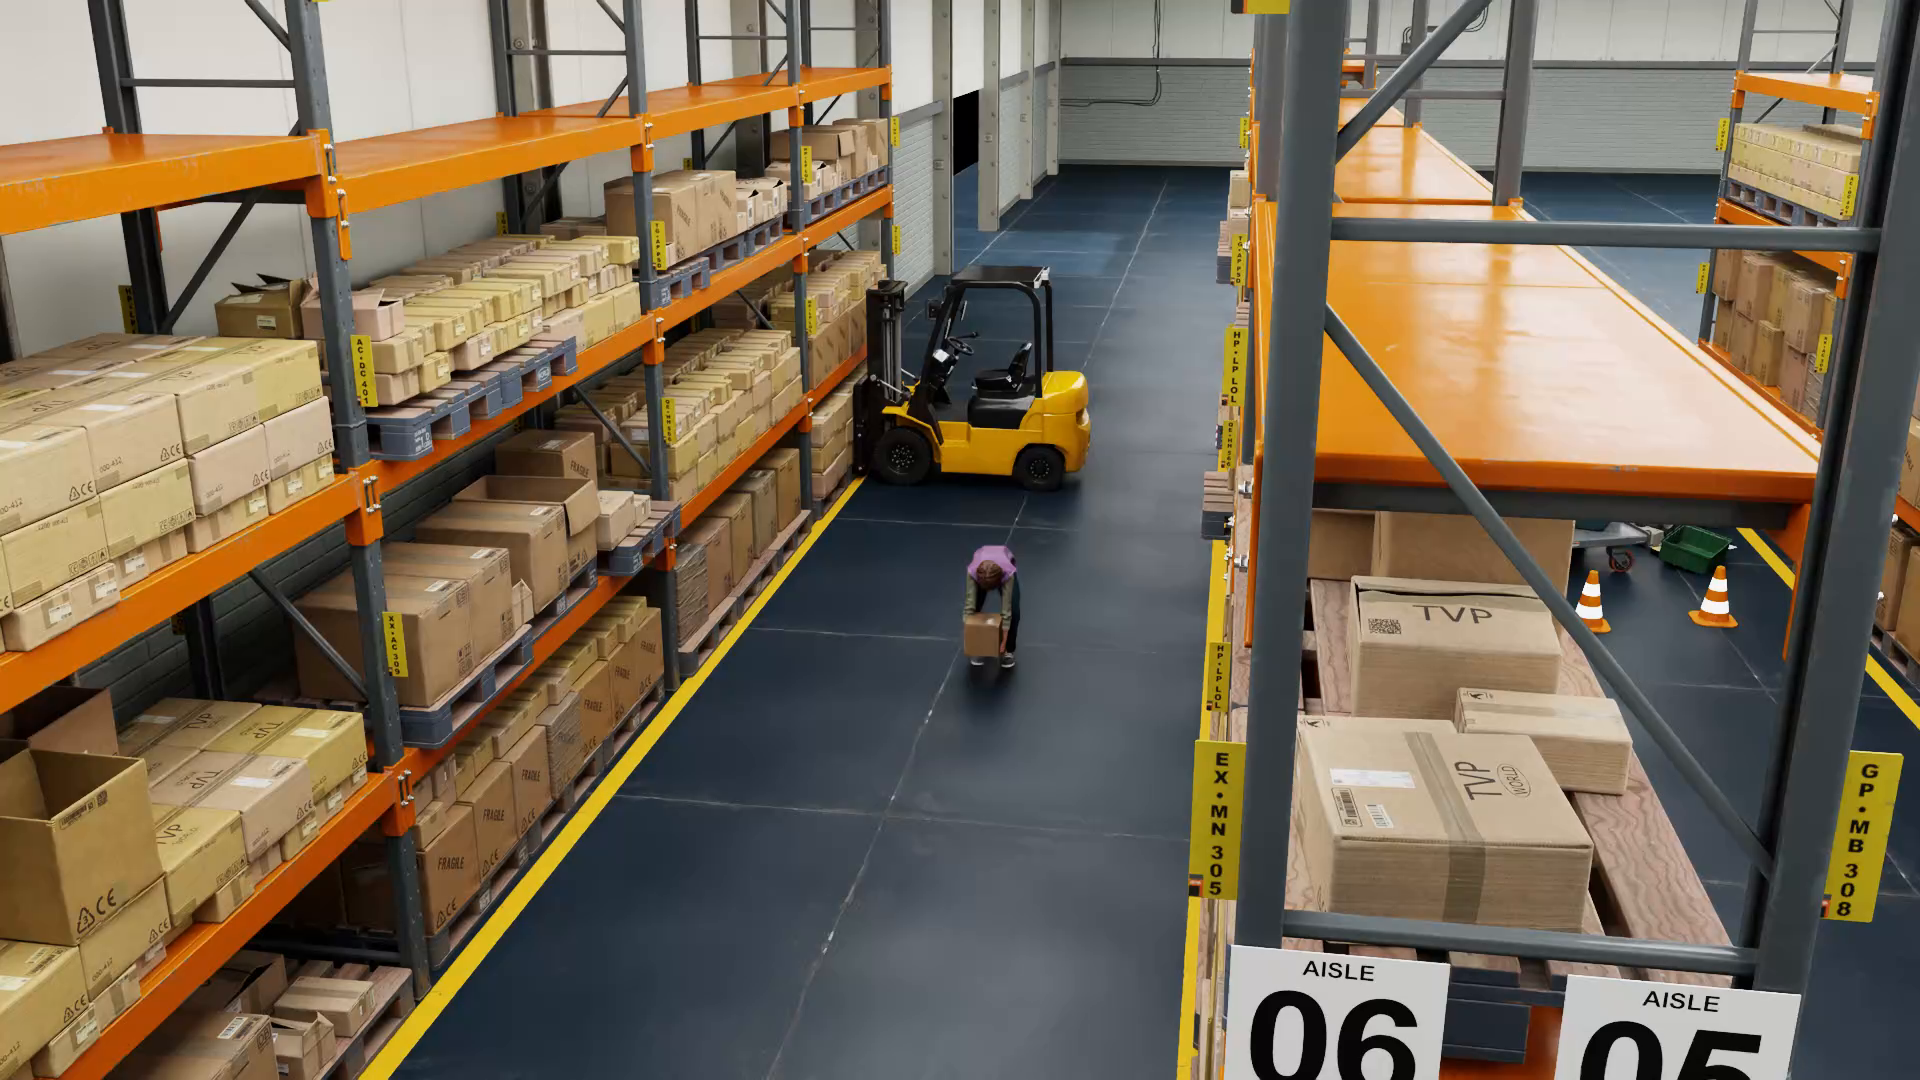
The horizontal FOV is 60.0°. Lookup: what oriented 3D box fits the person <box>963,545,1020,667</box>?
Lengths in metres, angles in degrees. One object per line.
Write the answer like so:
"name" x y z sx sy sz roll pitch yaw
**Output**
"person" 0.237 0.524 12.469 0.420 0.979 0.861 2 18 6
